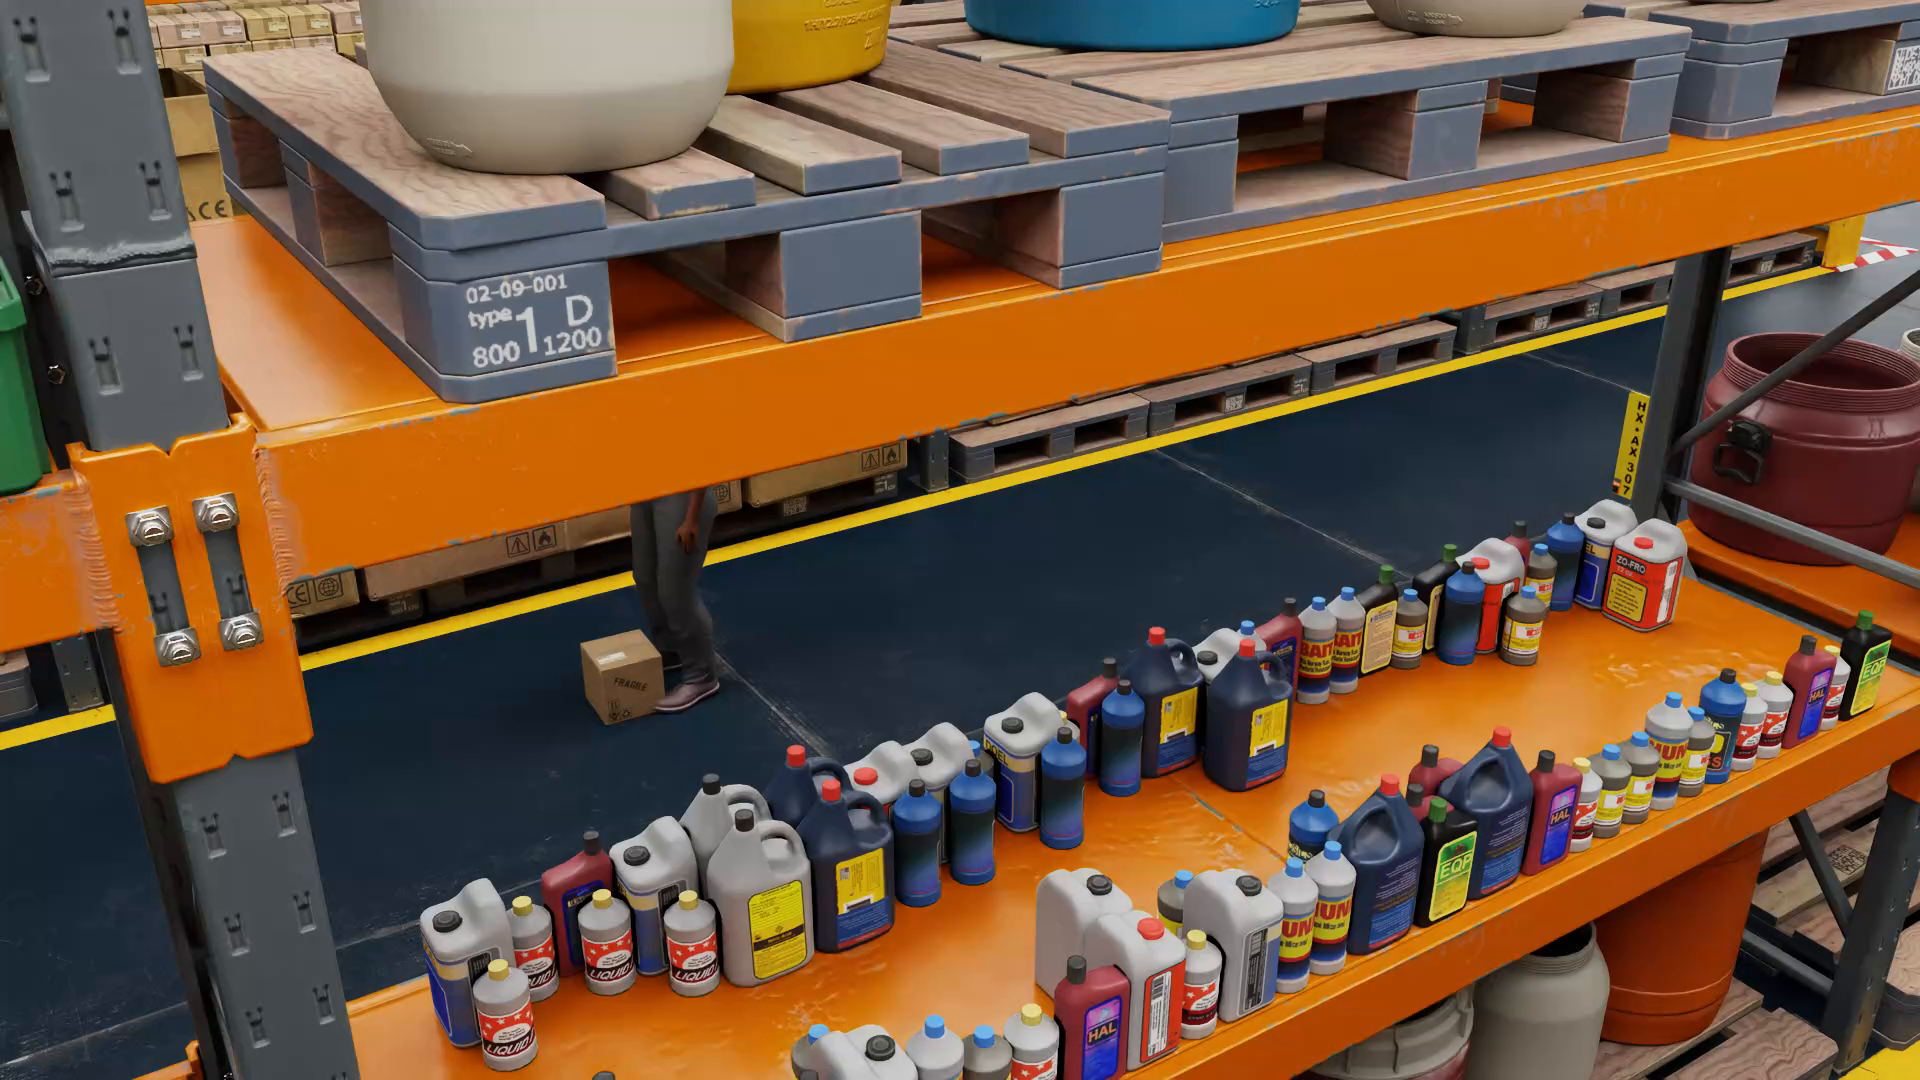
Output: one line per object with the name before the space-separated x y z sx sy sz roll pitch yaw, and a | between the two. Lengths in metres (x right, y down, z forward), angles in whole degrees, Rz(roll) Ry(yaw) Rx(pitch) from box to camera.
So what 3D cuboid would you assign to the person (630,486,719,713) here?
person | -1.145 -0.150 6.433 0.352 1.653 0.522 -17 30 -32
